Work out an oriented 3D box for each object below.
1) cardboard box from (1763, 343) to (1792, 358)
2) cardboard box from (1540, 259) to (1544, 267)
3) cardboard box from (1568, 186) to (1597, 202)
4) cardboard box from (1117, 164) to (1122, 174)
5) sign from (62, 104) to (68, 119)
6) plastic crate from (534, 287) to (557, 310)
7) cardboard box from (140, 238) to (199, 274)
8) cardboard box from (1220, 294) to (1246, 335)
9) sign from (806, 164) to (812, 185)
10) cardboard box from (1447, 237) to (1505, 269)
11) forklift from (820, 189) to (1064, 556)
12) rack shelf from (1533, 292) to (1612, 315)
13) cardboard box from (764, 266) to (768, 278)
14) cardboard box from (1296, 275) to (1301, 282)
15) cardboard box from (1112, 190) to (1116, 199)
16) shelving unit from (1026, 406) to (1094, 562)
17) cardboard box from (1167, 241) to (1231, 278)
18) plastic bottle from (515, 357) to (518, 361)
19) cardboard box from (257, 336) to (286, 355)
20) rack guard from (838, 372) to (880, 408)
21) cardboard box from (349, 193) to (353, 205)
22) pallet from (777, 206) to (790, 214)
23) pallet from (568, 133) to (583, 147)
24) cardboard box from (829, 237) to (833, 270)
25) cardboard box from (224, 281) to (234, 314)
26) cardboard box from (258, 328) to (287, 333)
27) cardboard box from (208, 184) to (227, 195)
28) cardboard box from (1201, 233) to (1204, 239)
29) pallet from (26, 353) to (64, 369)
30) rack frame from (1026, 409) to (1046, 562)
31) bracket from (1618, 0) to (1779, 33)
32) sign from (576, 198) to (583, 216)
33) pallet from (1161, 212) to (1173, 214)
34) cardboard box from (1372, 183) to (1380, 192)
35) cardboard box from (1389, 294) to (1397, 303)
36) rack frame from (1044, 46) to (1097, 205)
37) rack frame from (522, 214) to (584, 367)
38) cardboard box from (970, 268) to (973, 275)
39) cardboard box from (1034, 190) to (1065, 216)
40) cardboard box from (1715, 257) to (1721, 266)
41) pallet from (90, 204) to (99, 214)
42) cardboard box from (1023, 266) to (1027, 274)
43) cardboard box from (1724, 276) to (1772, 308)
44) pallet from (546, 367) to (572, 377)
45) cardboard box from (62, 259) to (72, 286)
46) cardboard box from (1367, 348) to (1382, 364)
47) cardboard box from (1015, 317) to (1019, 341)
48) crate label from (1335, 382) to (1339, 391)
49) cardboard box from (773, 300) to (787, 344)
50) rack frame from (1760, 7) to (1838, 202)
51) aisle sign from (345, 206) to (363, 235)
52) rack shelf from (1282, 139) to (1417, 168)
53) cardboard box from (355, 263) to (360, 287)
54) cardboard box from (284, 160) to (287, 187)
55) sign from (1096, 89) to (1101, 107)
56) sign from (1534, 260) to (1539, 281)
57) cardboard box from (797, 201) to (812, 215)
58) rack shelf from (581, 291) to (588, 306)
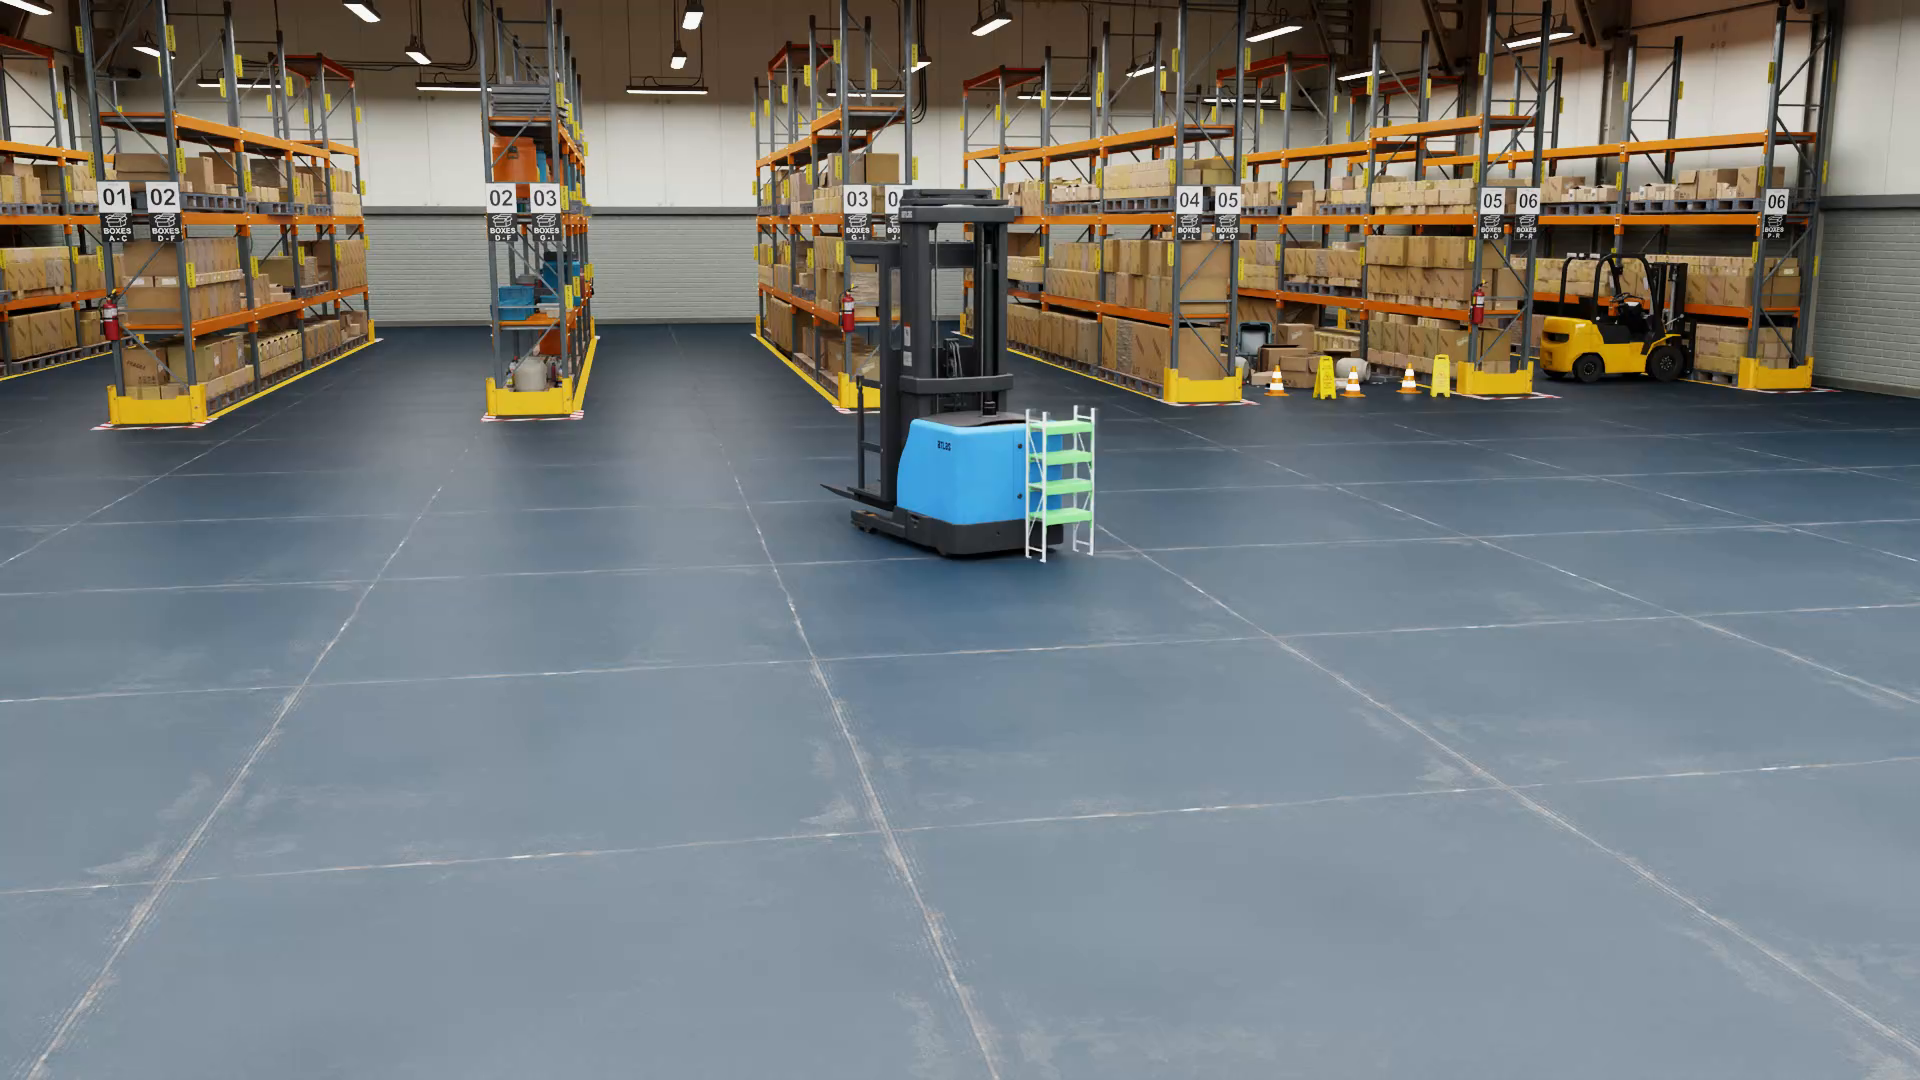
[{"bbox_3d":[13.512,-3.182,27.784,0.500,0.250,0.500,-2,11,-10],"label":"cardboard box"},{"bbox_3d":[11.887,-5.565,33.410,0.380,0.149,0.250,-2,11,-10],"label":"cardboard box"},{"bbox_3d":[12.093,-6.670,32.044,0.500,0.311,0.500,-3,11,-13],"label":"cardboard box"},{"bbox_3d":[2.805,-6.119,27.449,0.380,0.149,0.250,-2,11,-12],"label":"cardboard box"},{"bbox_3d":[-19.423,-9.304,36.090,0.100,0.325,0.005,-2,11,-11],"label":"sign"},{"bbox_3d":[-6.848,-3.868,26.660,0.767,0.338,0.504,-2,11,-11],"label":"plastic crate"},{"bbox_3d":[-11.103,-3.964,23.264,0.700,0.500,0.500,-2,11,-12],"label":"cardboard box"},{"bbox_3d":[6.397,-5.058,37.309,0.875,0.875,0.875,-2,11,-9],"label":"cardboard box"},{"bbox_3d":[-2.511,-6.079,27.654,0.100,0.325,0.005,-2,11,-11],"label":"sign"},{"bbox_3d":[8.218,-4.578,26.488,0.700,0.500,0.500,-2,11,-12],"label":"cardboard box"},{"bbox_3d":[-0.307,-1.542,14.461,1.130,2.935,3.031,-6,12,-29],"label":"forklift"},{"bbox_3d":[12.233,-4.734,32.969,1.077,0.370,4.000,-2,11,-11],"label":"rack shelf"},{"bbox_3d":[-4.164,-6.071,37.678,0.500,0.250,0.500,-2,11,-12],"label":"cardboard box"},{"bbox_3d":[6.887,-5.184,32.961,0.380,0.149,0.250,-3,11,-15],"label":"cardboard box"},{"bbox_3d":[2.755,-5.774,27.768,0.380,0.149,0.250,-2,11,-11],"label":"cardboard box"},{"bbox_3d":[0.805,-0.458,13.389,0.503,1.200,0.258,-7,13,-34],"label":"shelving unit"},{"bbox_3d":[3.662,-4.281,25.375,0.875,0.550,0.550,-2,11,-11],"label":"cardboard box"},{"bbox_3d":[-7.076,-2.750,26.532,0.144,0.351,0.185,-2,11,-9],"label":"plastic bottle"},{"bbox_3d":[-11.821,-3.317,28.332,0.500,0.311,0.500,-2,11,-9],"label":"cardboard box"},{"bbox_3d":[-1.204,-2.231,24.582,1.175,0.500,0.348,-2,11,-11],"label":"rack guard"},{"bbox_3d":[-13.478,-7.397,36.080,0.500,0.250,0.500,-2,11,-11],"label":"cardboard box"},{"bbox_3d":[-3.143,-6.614,33.408,1.003,0.211,1.213,-2,11,-8],"label":"pallet"},{"bbox_3d":[-7.714,-7.524,31.232,1.213,0.211,1.003,-2,11,-11],"label":"pallet"},{"bbox_3d":[-1.736,-4.407,25.590,0.500,0.500,0.500,-2,11,-11],"label":"cardboard box"},{"bbox_3d":[-11.484,-3.691,25.297,0.700,0.500,0.500,-2,11,-12],"label":"cardboard box"},{"bbox_3d":[-12.875,-3.704,31.143,0.500,0.500,0.500,-2,11,-9],"label":"cardboard box"},{"bbox_3d":[-11.182,-5.233,24.821,0.380,0.149,0.250,-2,11,-11],"label":"cardboard box"},{"bbox_3d":[5.775,-7.054,38.561,0.380,0.149,0.250,-2,11,-11],"label":"cardboard box"},{"bbox_3d":[-17.635,-3.373,31.352,1.003,0.211,1.213,-2,11,-11],"label":"pallet"},{"bbox_3d":[0.605,-0.432,13.253,0.015,1.200,0.240,-7,13,-34],"label":"rack frame"},{"bbox_3d":[13.218,-9.398,29.881,0.076,0.066,4.783,-2,11,-11],"label":"bracket"},{"bbox_3d":[-7.065,-6.176,30.878,0.100,0.325,0.005,-2,11,-11],"label":"sign"},{"bbox_3d":[5.574,-8.034,40.601,1.003,0.211,1.213,-2,11,-11],"label":"pallet"},{"bbox_3d":[7.495,-6.211,29.325,0.380,0.149,0.250,-2,11,-12],"label":"cardboard box"},{"bbox_3d":[7.696,-4.208,28.953,0.380,0.149,0.250,-2,11,-9],"label":"cardboard box"},{"bbox_3d":[2.140,-8.021,32.273,1.000,3.000,0.127,-2,11,-11],"label":"rack frame"},{"bbox_3d":[-7.603,-4.732,31.037,1.000,3.000,0.127,-2,11,-11],"label":"rack frame"},{"bbox_3d":[0.529,-6.547,39.509,0.500,0.500,0.500,-2,11,-11],"label":"cardboard box"},{"bbox_3d":[1.780,-6.692,33.046,0.500,0.500,0.500,-2,11,-11],"label":"cardboard box"},{"bbox_3d":[12.992,-4.698,28.060,0.380,0.149,0.250,-2,11,-11],"label":"cardboard box"},{"bbox_3d":[-18.482,-6.909,34.690,1.003,0.211,1.213,-2,11,-11],"label":"pallet"},{"bbox_3d":[1.490,-5.474,33.689,0.380,0.149,0.250,-2,11,-10],"label":"cardboard box"},{"bbox_3d":[13.047,-4.117,27.535,0.500,0.500,0.500,-2,11,-12],"label":"cardboard box"},{"bbox_3d":[-7.016,-2.771,28.193,1.003,0.211,1.213,-2,11,-11],"label":"pallet"},{"bbox_3d":[-17.762,-5.235,32.563,0.500,0.500,0.500,-2,11,-12],"label":"cardboard box"},{"bbox_3d":[7.604,-3.277,29.620,0.500,0.250,0.500,-3,11,-14],"label":"cardboard box"},{"bbox_3d":[1.465,-4.448,35.108,0.500,0.500,0.500,-2,11,-10],"label":"cardboard box"},{"bbox_3d":[5.946,-2.470,26.810,0.250,0.136,0.298,-9,14,-40],"label":"crate label"},{"bbox_3d":[-3.204,-4.528,34.524,1.225,0.875,0.875,-3,11,-13],"label":"cardboard box"},{"bbox_3d":[13.400,-6.934,26.559,1.000,3.000,0.127,-2,11,-11],"label":"rack frame"},{"bbox_3d":[-13.732,-7.321,37.685,0.394,0.787,0.004,-2,11,-11],"label":"aisle sign"},{"bbox_3d":[7.365,-7.303,31.494,1.077,0.370,4.000,-2,11,-11],"label":"rack shelf"},{"bbox_3d":[-13.469,-5.810,36.433,0.500,0.500,0.500,-2,11,-11],"label":"cardboard box"},{"bbox_3d":[-12.641,-6.740,30.624,0.500,0.500,0.500,-2,11,-11],"label":"cardboard box"},{"bbox_3d":[2.684,-8.579,32.280,0.100,0.325,0.005,-2,11,-11],"label":"sign"},{"bbox_3d":[9.064,-4.251,26.191,0.100,0.325,0.005,-2,11,-11],"label":"sign"},{"bbox_3d":[-2.694,-6.029,30.227,0.500,0.250,0.500,-2,11,-10],"label":"cardboard box"},{"bbox_3d":[-7.992,-4.746,33.032,1.077,0.370,4.000,-2,11,-11],"label":"rack shelf"}]
